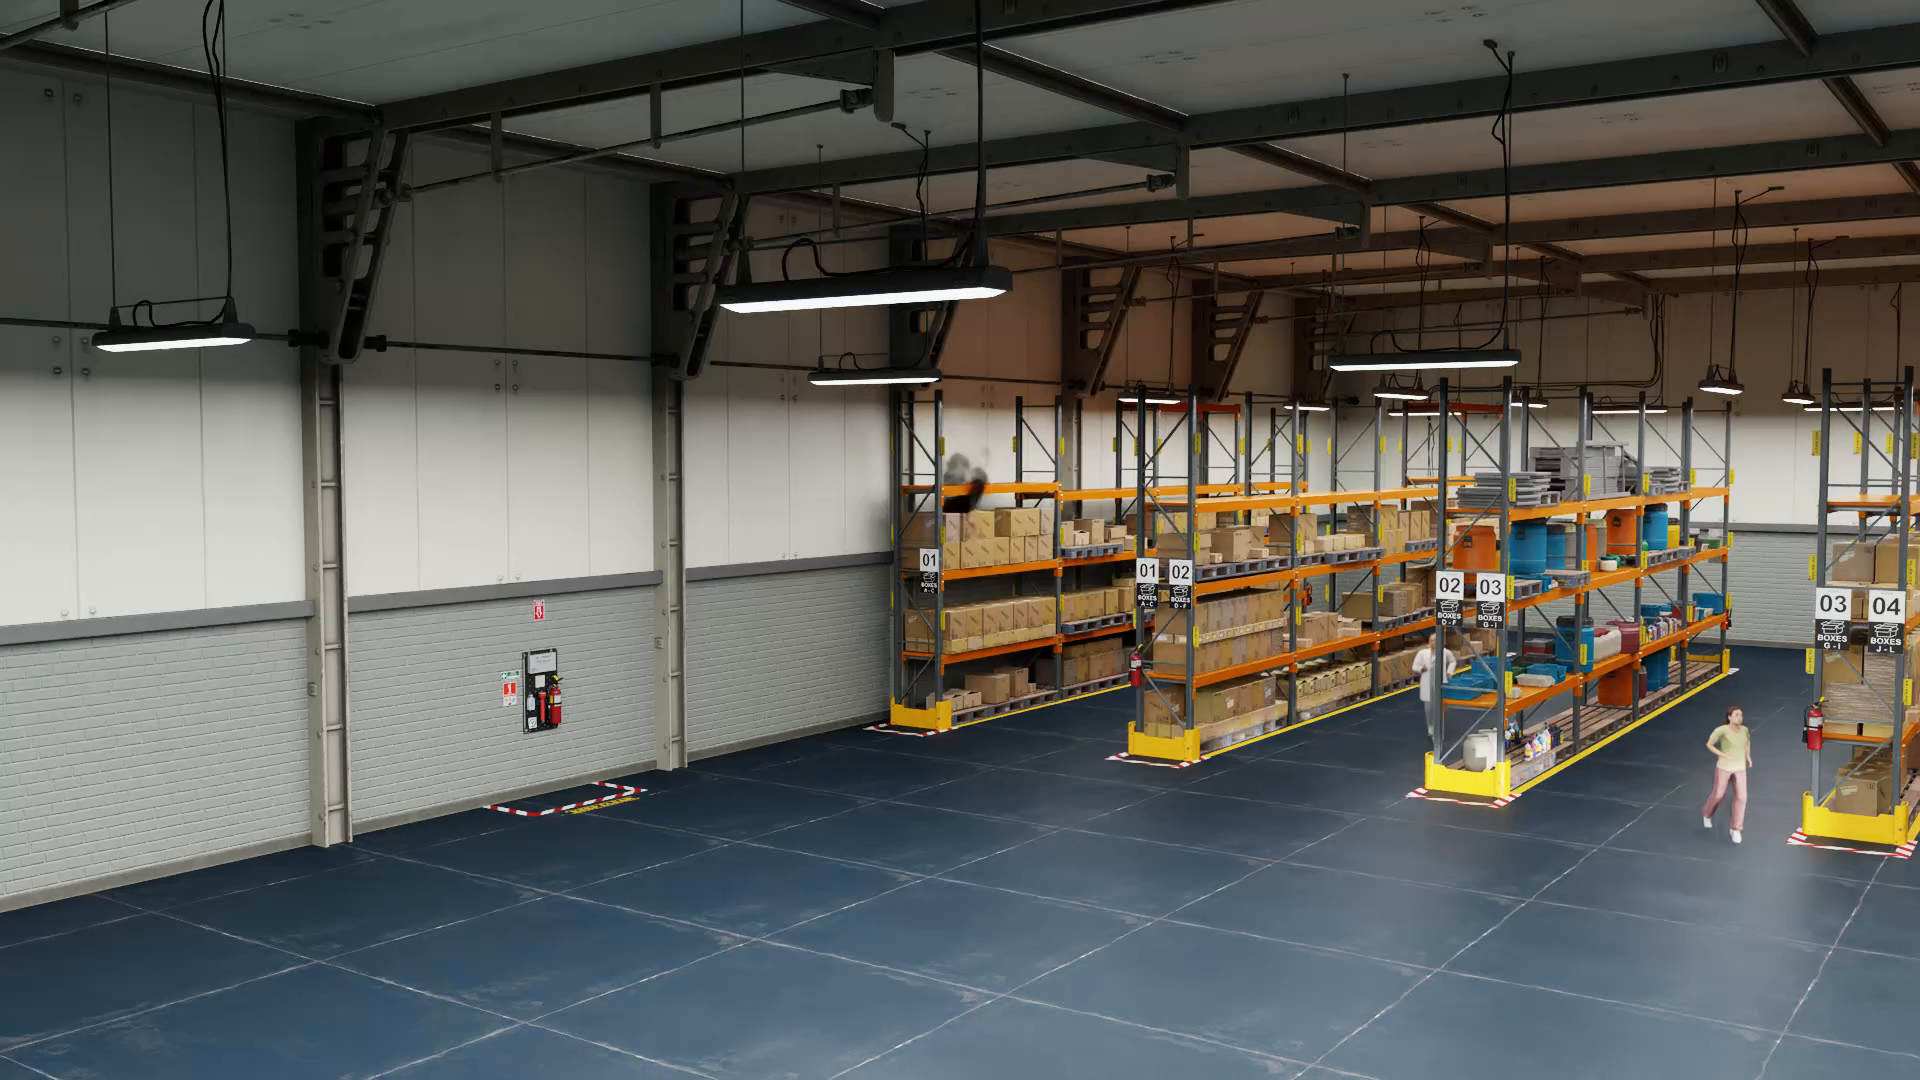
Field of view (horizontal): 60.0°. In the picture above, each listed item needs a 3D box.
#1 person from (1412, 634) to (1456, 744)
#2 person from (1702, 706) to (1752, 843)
[{"bbox_3d":[8.030,2.492,28.206,0.701,1.784,1.034,1,3,20],"label":"person"},{"bbox_3d":[9.893,2.959,21.327,0.618,1.679,0.933,0,3,2],"label":"person"}]
